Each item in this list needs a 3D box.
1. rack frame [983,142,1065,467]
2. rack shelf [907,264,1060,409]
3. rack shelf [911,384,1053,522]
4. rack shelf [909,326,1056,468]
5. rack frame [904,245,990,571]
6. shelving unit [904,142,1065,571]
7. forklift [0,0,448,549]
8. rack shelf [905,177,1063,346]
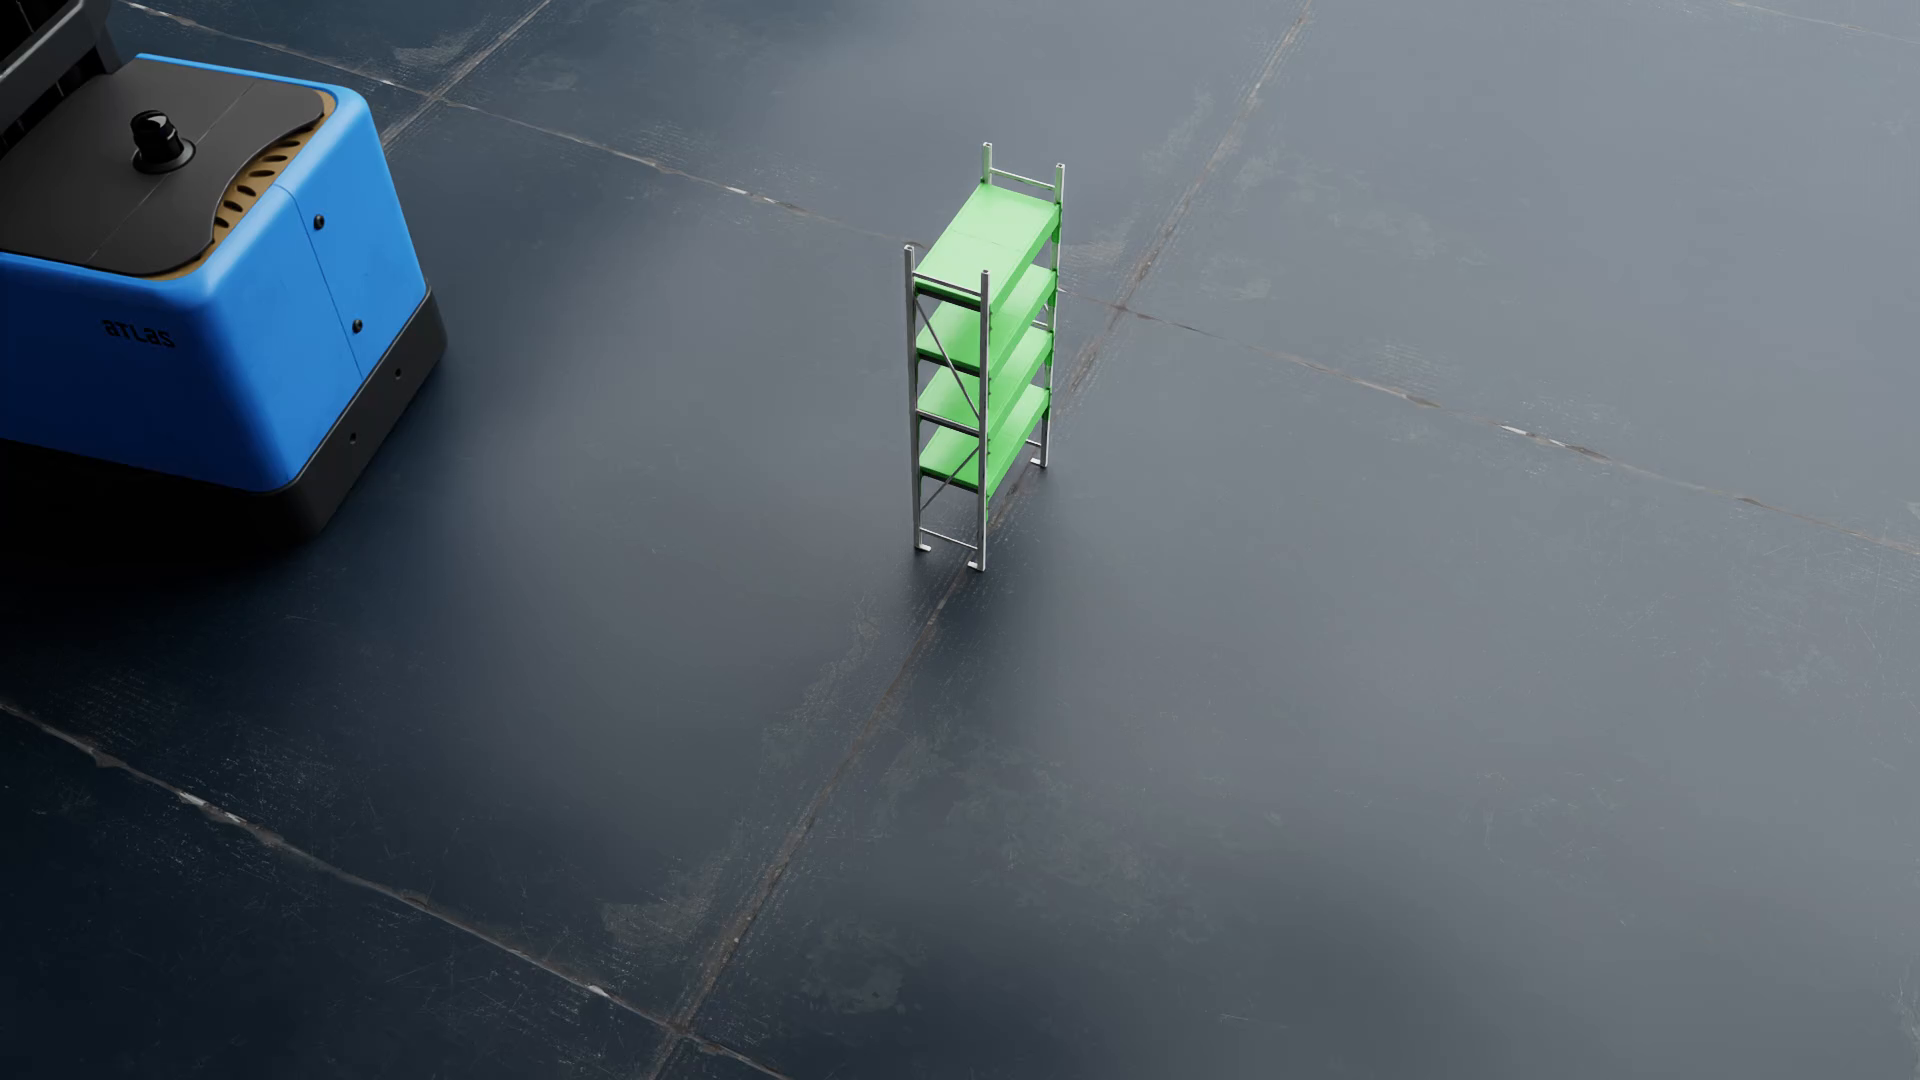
[{"bbox_3d":[0.175,-0.671,5.033,0.240,1.200,0.015,20,52,16],"label":"rack frame"},{"bbox_3d":[0.071,-0.617,4.756,0.258,0.148,0.480,20,52,16],"label":"rack shelf"},{"bbox_3d":[0.071,-0.306,5.121,0.258,0.148,0.480,20,52,16],"label":"rack shelf"},{"bbox_3d":[0.071,-0.461,4.939,0.258,0.148,0.480,20,52,16],"label":"rack shelf"},{"bbox_3d":[-0.034,-0.335,4.747,0.240,1.200,0.015,20,52,16],"label":"rack frame"},{"bbox_3d":[0.071,-0.503,4.890,0.258,1.200,0.503,20,52,16],"label":"shelving unit"},{"bbox_3d":[-3.340,-1.544,4.640,3.031,2.935,1.130,12,51,10],"label":"forklift"},{"bbox_3d":[0.071,-0.772,4.573,0.258,0.148,0.480,20,52,16],"label":"rack shelf"}]
